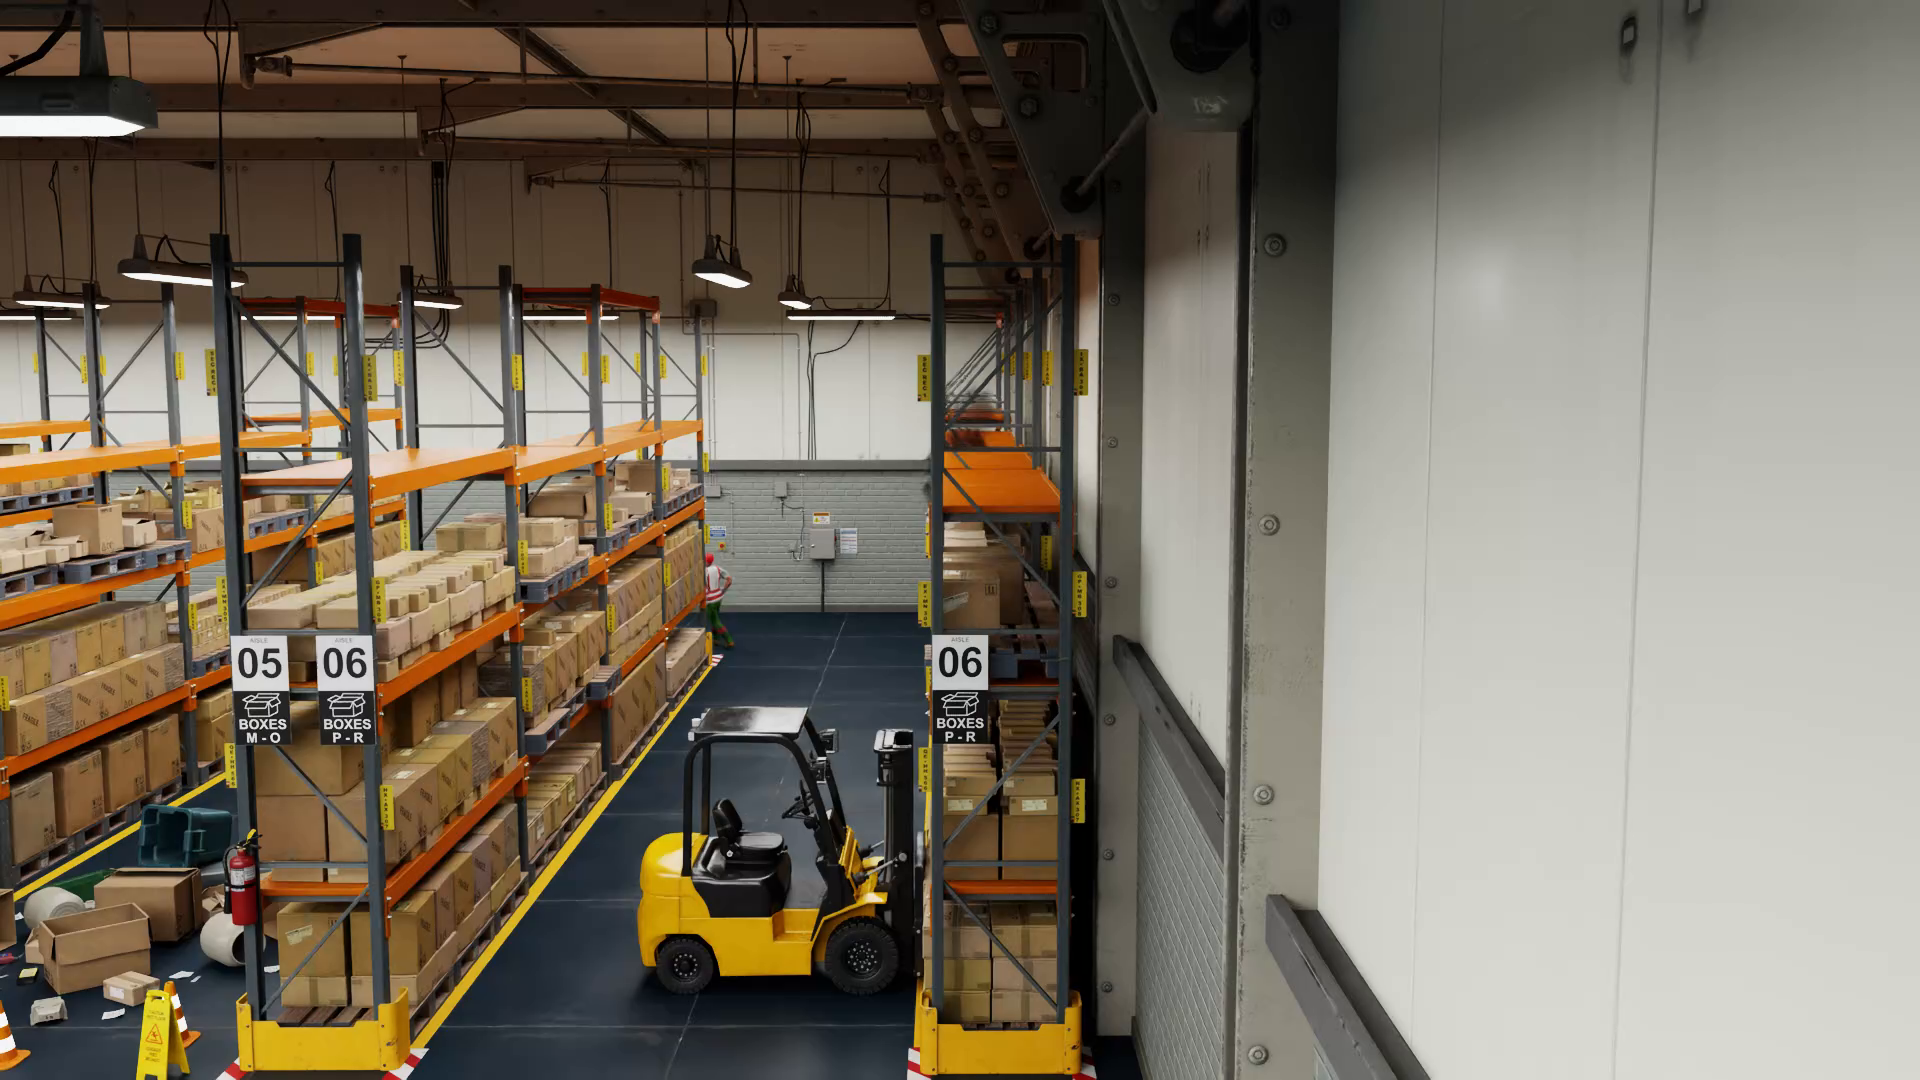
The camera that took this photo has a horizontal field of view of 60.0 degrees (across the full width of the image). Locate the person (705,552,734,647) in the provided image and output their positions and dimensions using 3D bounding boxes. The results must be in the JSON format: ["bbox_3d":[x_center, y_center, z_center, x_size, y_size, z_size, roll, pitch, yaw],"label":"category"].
[{"bbox_3d":[-4.398,1.077,29.306,0.790,1.765,0.783,5,8,38],"label":"person"}]
